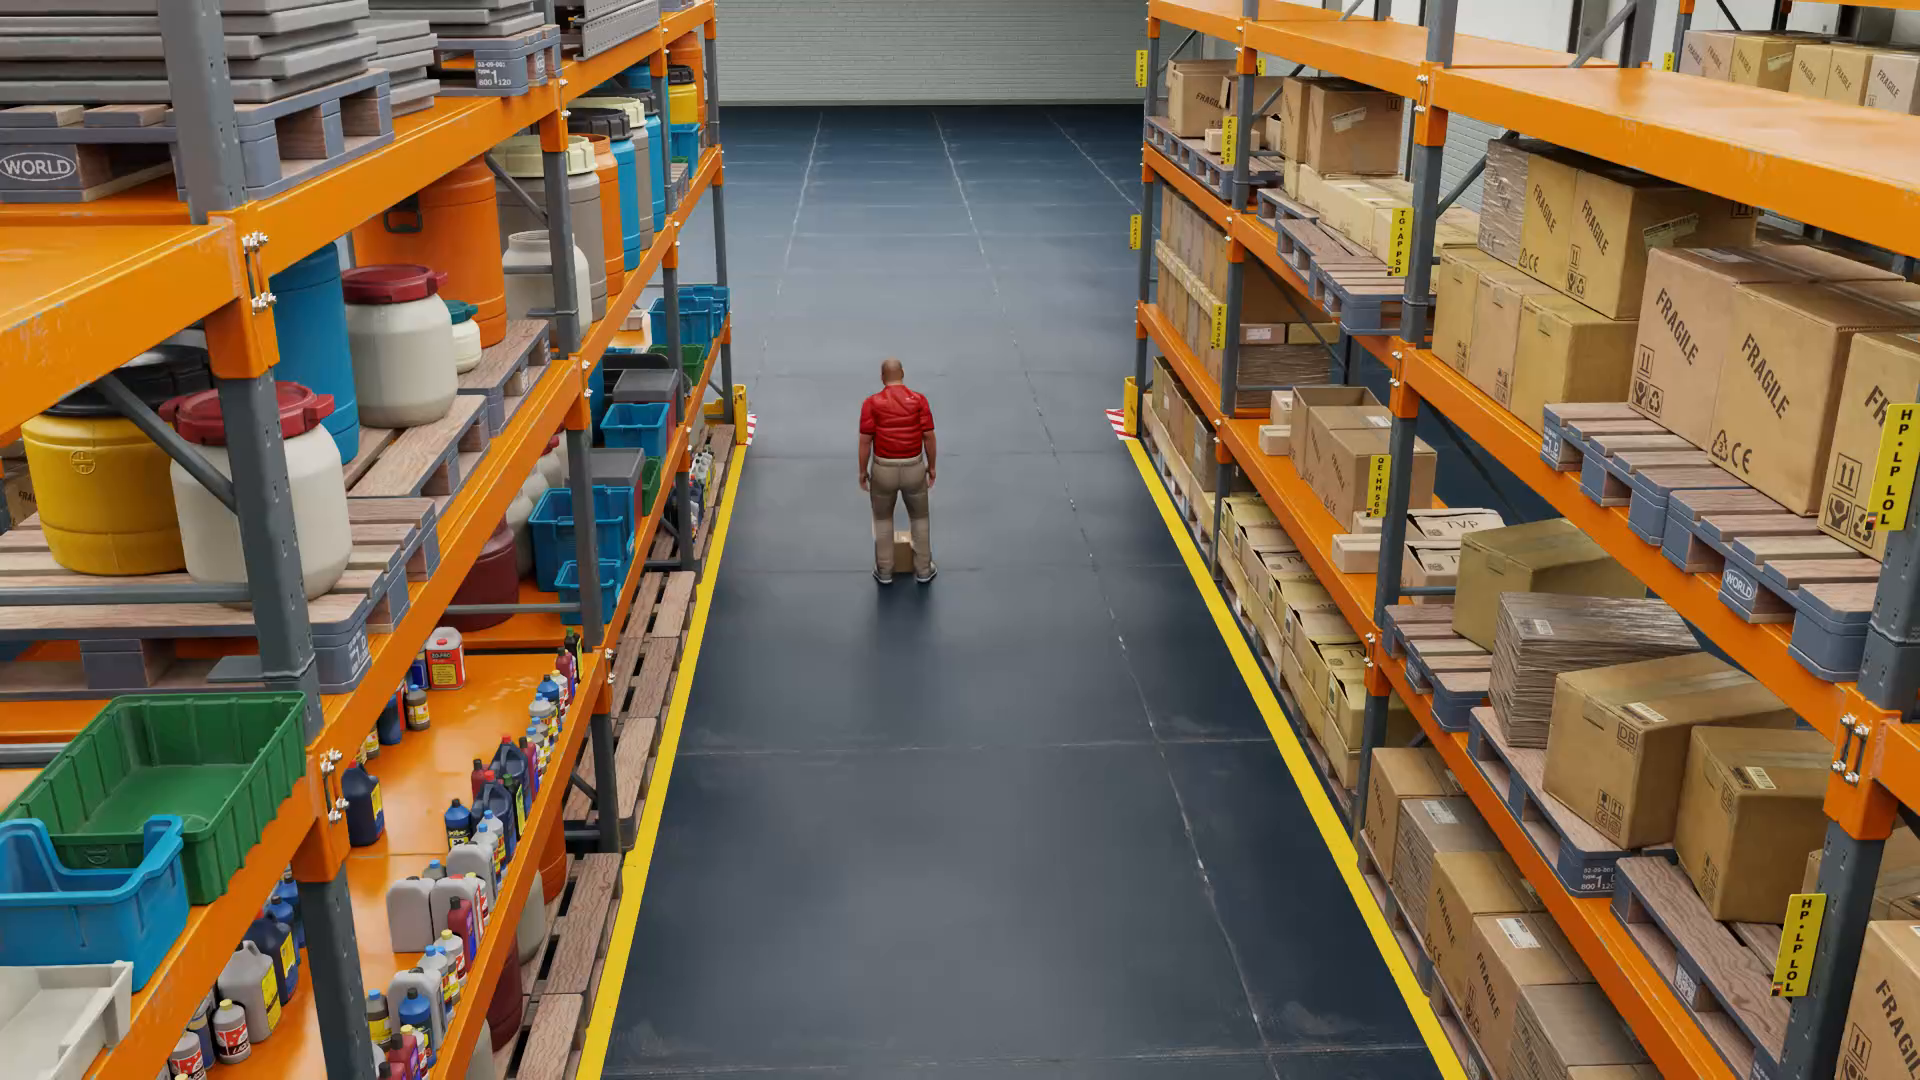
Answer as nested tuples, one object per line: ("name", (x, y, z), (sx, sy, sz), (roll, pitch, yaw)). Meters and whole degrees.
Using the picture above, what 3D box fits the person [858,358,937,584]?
("person", (-0.465, -0.513, 12.487), (0.599, 1.726, 0.393), (-2, 20, -6))
